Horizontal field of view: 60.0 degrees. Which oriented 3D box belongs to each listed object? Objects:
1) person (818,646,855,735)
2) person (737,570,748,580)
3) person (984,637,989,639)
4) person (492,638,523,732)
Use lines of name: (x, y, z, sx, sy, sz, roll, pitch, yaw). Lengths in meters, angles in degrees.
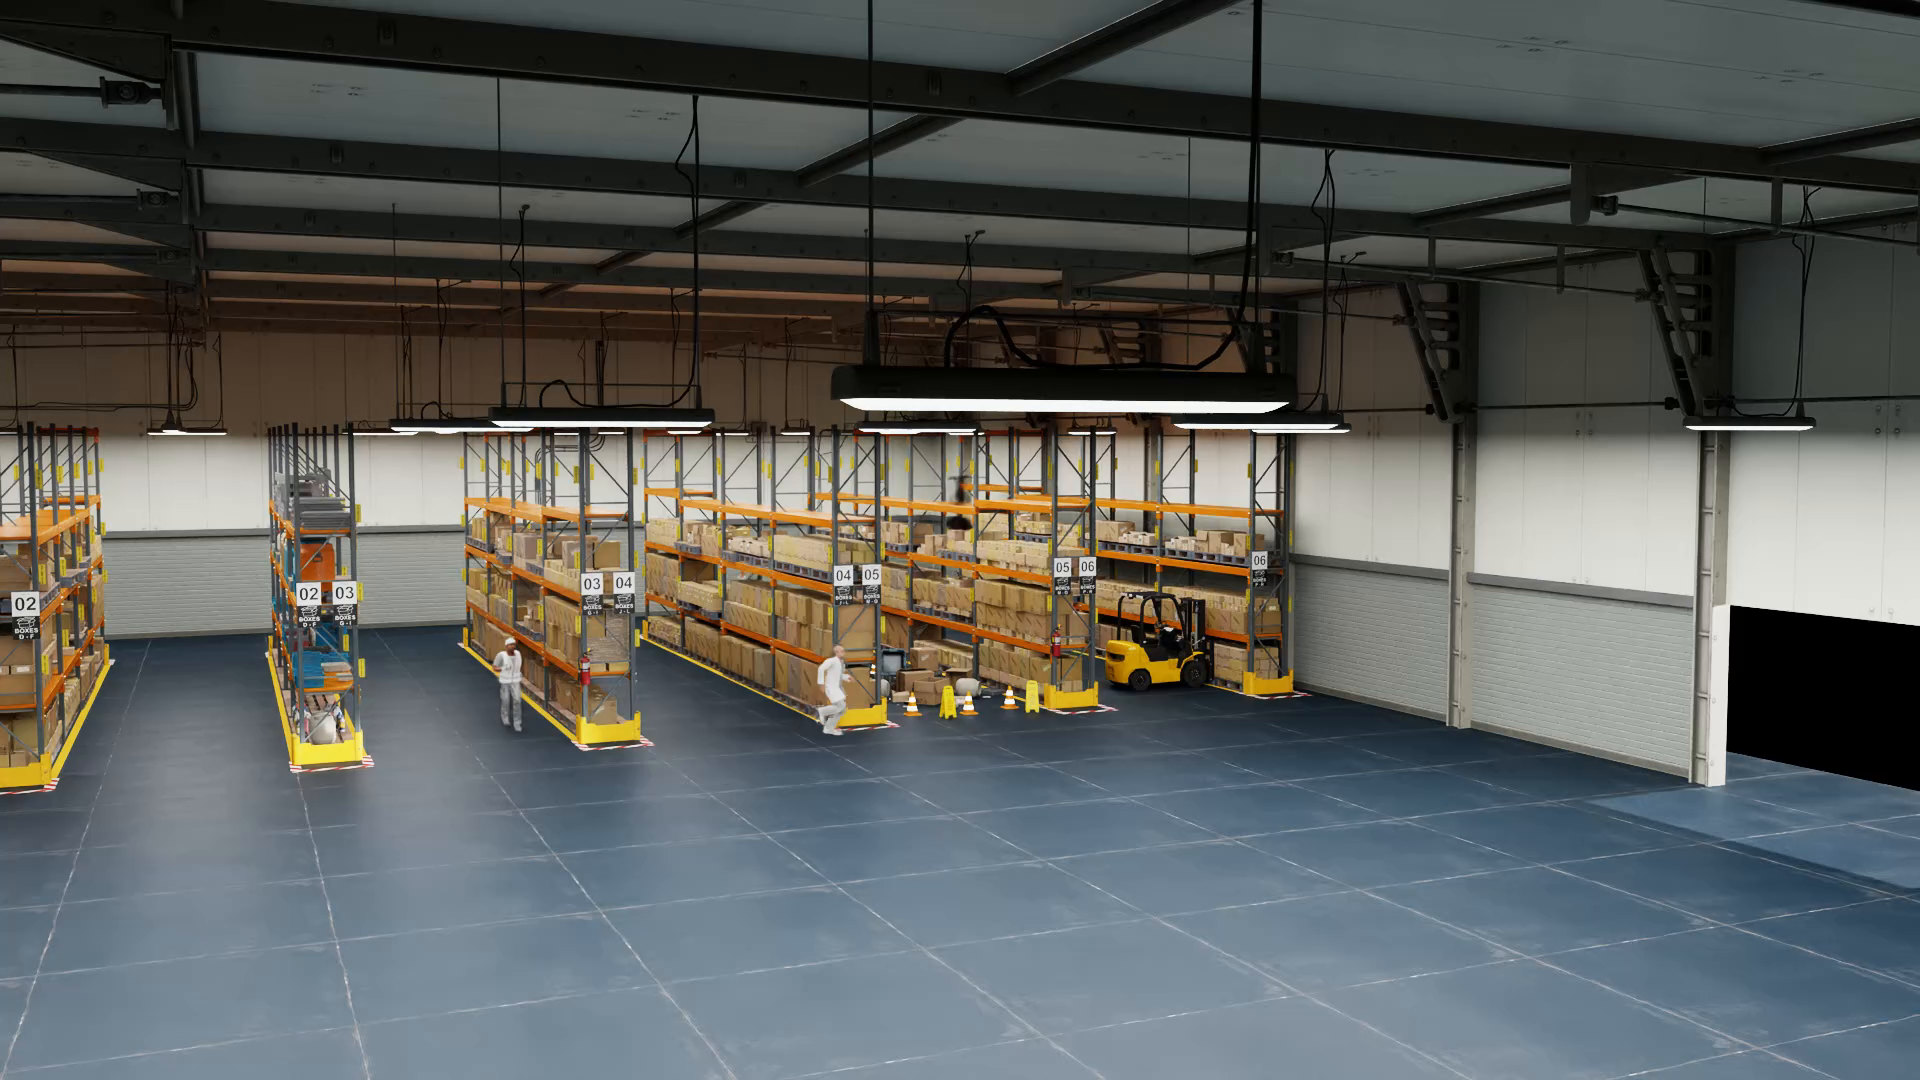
person: (-2.388, 3.004, 32.140, 0.710, 1.537, 0.759, 1, 4, 20)
person: (-6.768, 1.692, 51.374, 0.641, 1.778, 0.694, 3, 5, 41)
person: (0.832, 2.158, 43.865, 0.670, 1.778, 0.991, -2, 4, -24)
person: (-8.887, 2.842, 32.718, 0.646, 1.845, 0.796, -2, 4, -31)
